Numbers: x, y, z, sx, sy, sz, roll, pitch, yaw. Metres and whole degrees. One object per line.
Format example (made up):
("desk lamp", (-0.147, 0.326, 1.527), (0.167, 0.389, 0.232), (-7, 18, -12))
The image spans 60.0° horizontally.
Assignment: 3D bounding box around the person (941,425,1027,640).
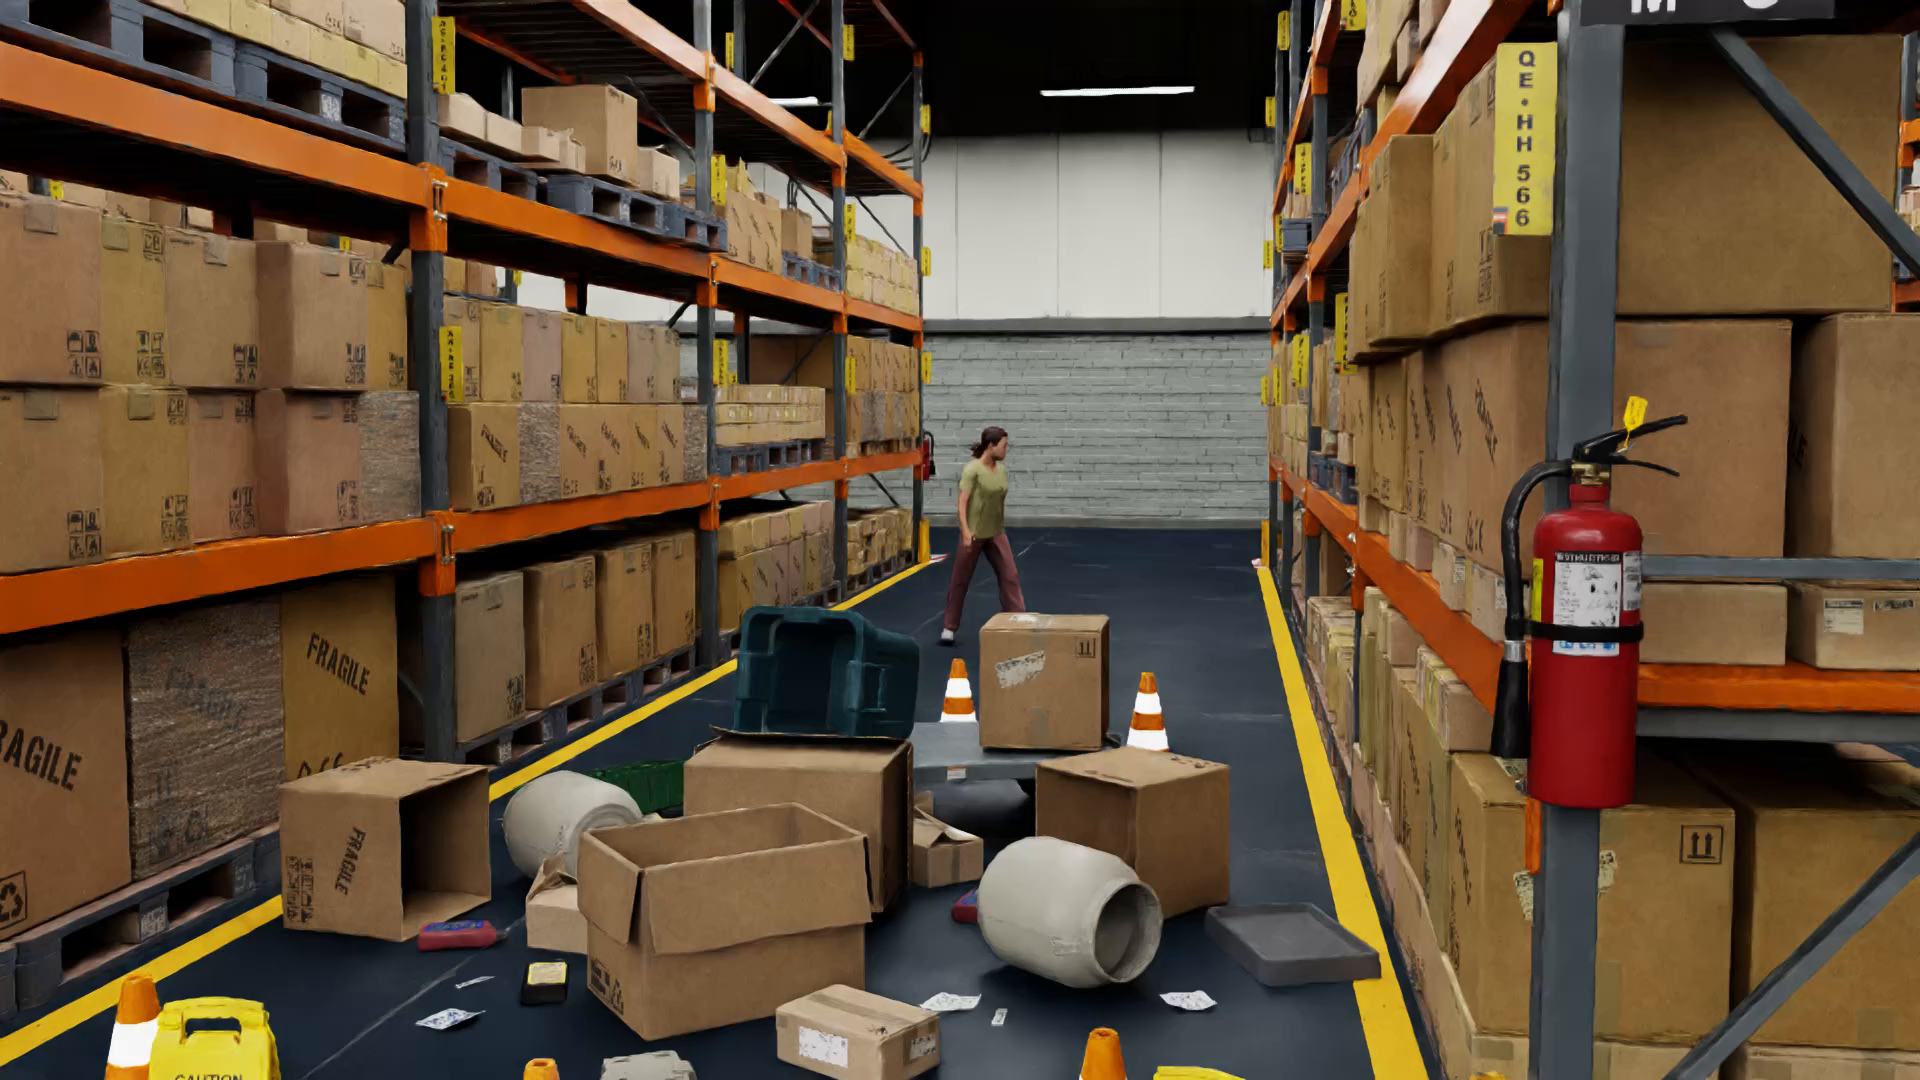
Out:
("person", (0.177, -0.039, 12.515), (0.603, 1.637, 0.747), (-3, 6, -36))
